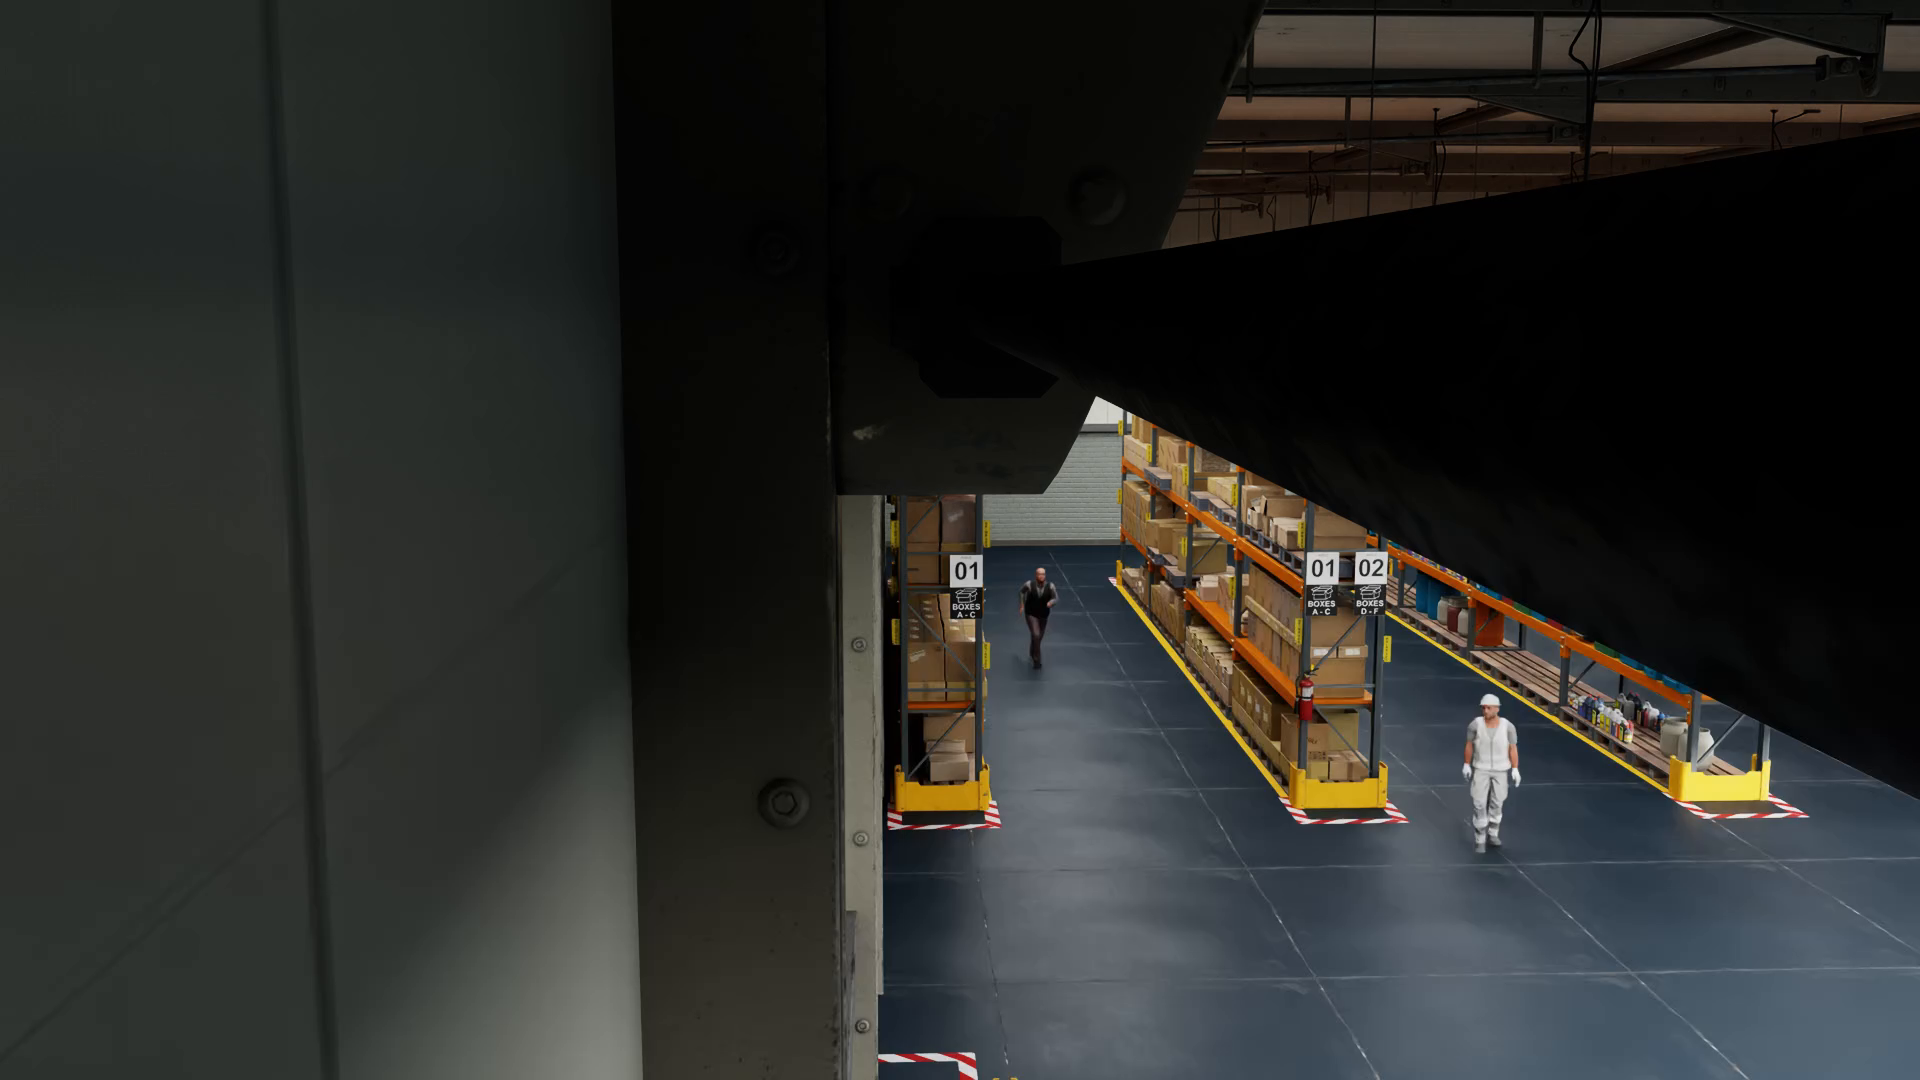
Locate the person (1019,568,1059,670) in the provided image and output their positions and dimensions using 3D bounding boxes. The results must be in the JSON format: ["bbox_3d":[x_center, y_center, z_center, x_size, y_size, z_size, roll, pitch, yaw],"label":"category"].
[{"bbox_3d":[1.333,1.302,28.532,0.635,1.713,0.964,-2,9,-16],"label":"person"}]

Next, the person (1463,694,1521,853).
[{"bbox_3d":[6.084,2.695,19.034,0.617,1.877,0.539,2,9,13],"label":"person"}]
